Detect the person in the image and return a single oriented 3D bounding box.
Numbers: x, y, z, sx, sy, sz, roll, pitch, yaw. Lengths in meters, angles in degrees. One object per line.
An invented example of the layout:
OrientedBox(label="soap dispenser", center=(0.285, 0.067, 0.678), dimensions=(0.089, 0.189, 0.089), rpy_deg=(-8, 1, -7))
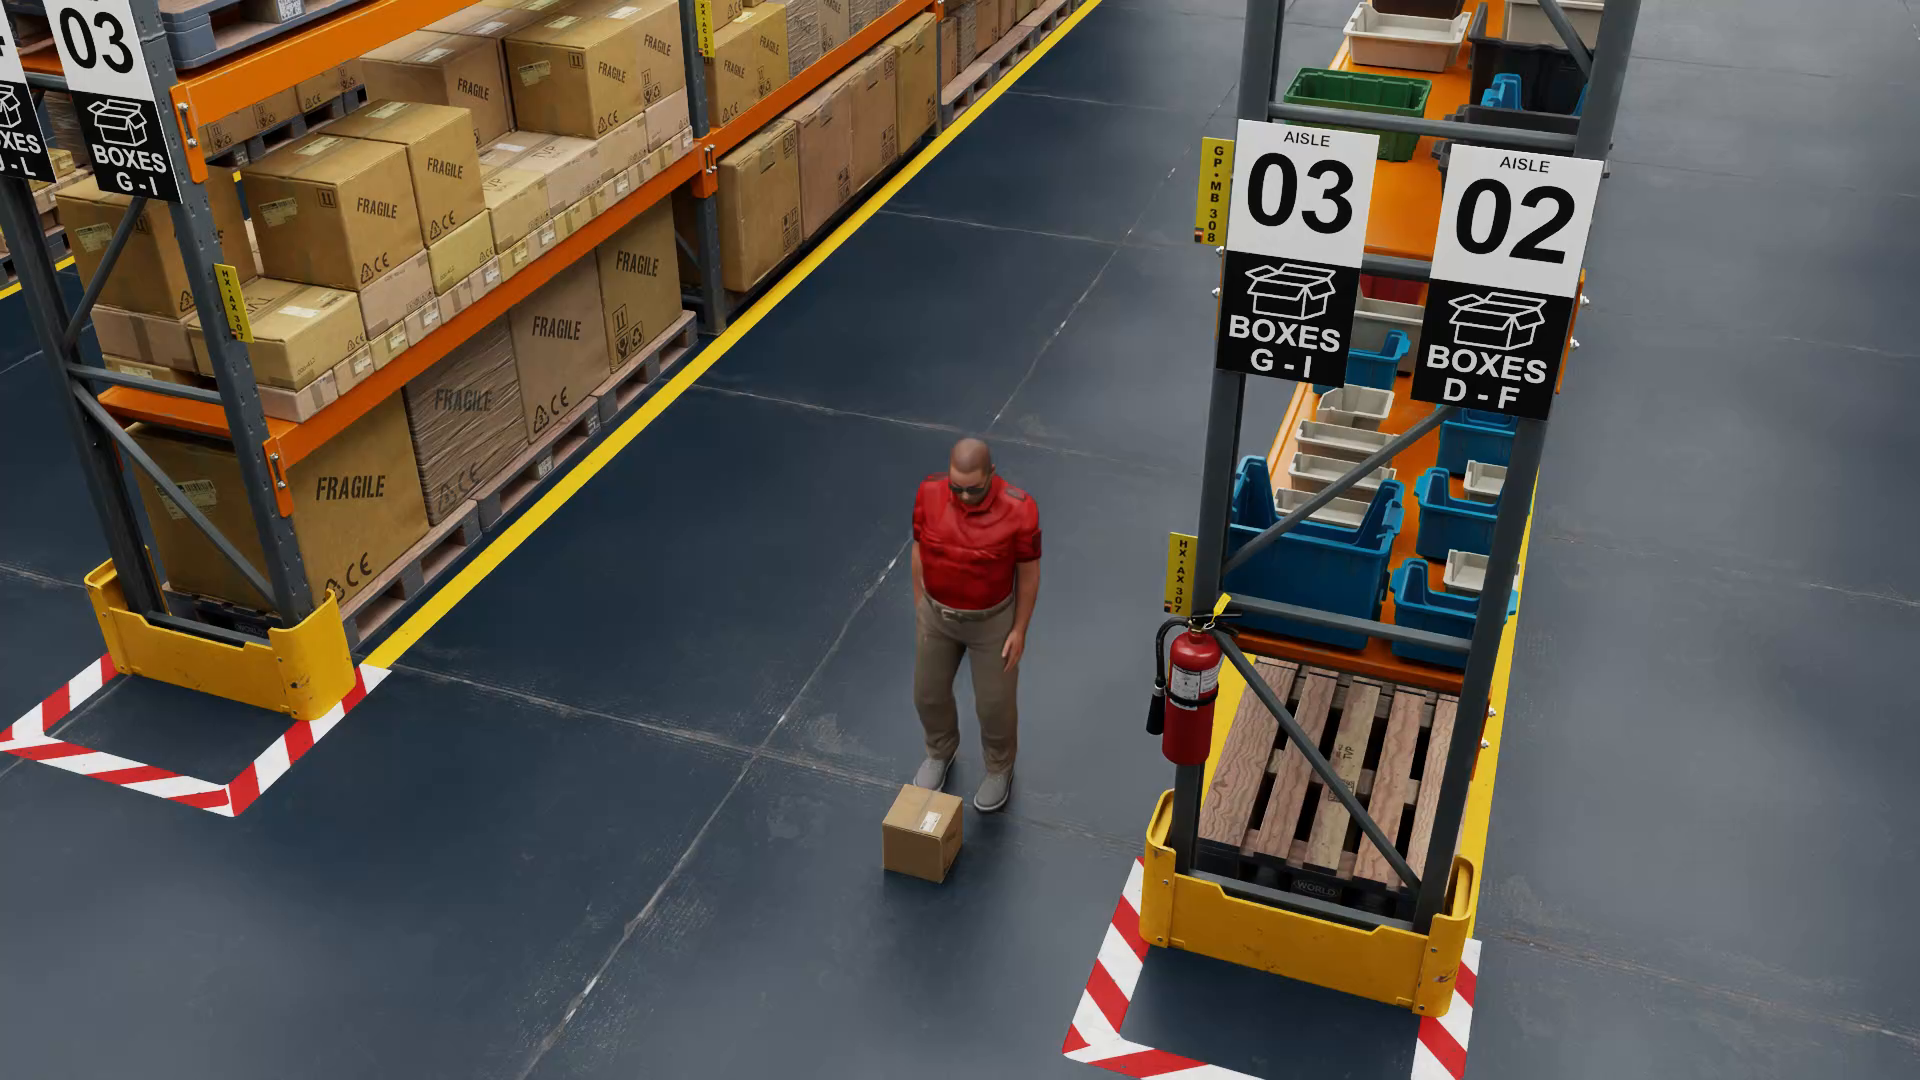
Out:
OrientedBox(label="person", center=(0.054, 0.323, 6.687), dimensions=(0.540, 1.709, 0.367), rpy_deg=(12, 35, 18))
